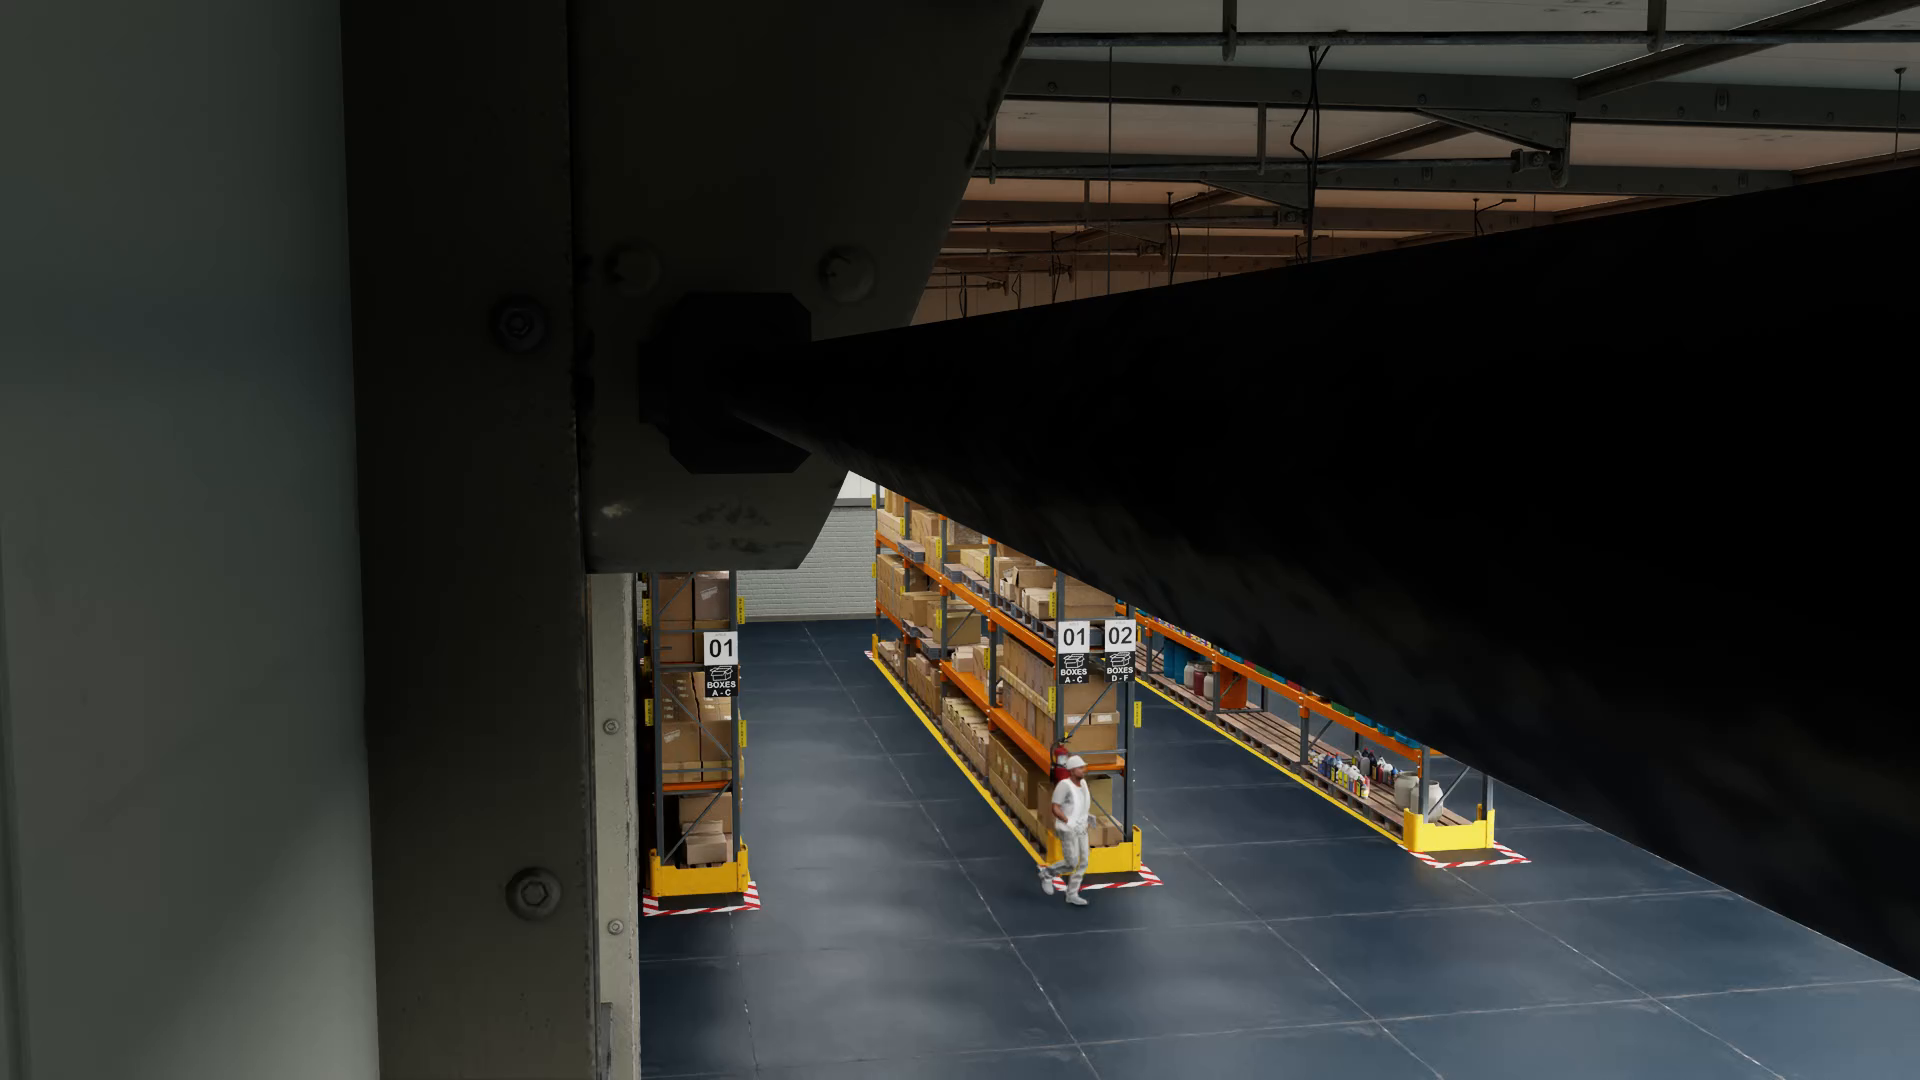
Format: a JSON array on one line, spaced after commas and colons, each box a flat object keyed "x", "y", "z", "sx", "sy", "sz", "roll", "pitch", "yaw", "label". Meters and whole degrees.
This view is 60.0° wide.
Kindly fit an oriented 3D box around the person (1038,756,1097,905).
[{"x": 1.308, "y": 3.434, "z": 19.839, "sx": 0.664, "sy": 1.753, "sz": 0.711, "roll": 4, "pitch": 7, "yaw": 35, "label": "person"}]
